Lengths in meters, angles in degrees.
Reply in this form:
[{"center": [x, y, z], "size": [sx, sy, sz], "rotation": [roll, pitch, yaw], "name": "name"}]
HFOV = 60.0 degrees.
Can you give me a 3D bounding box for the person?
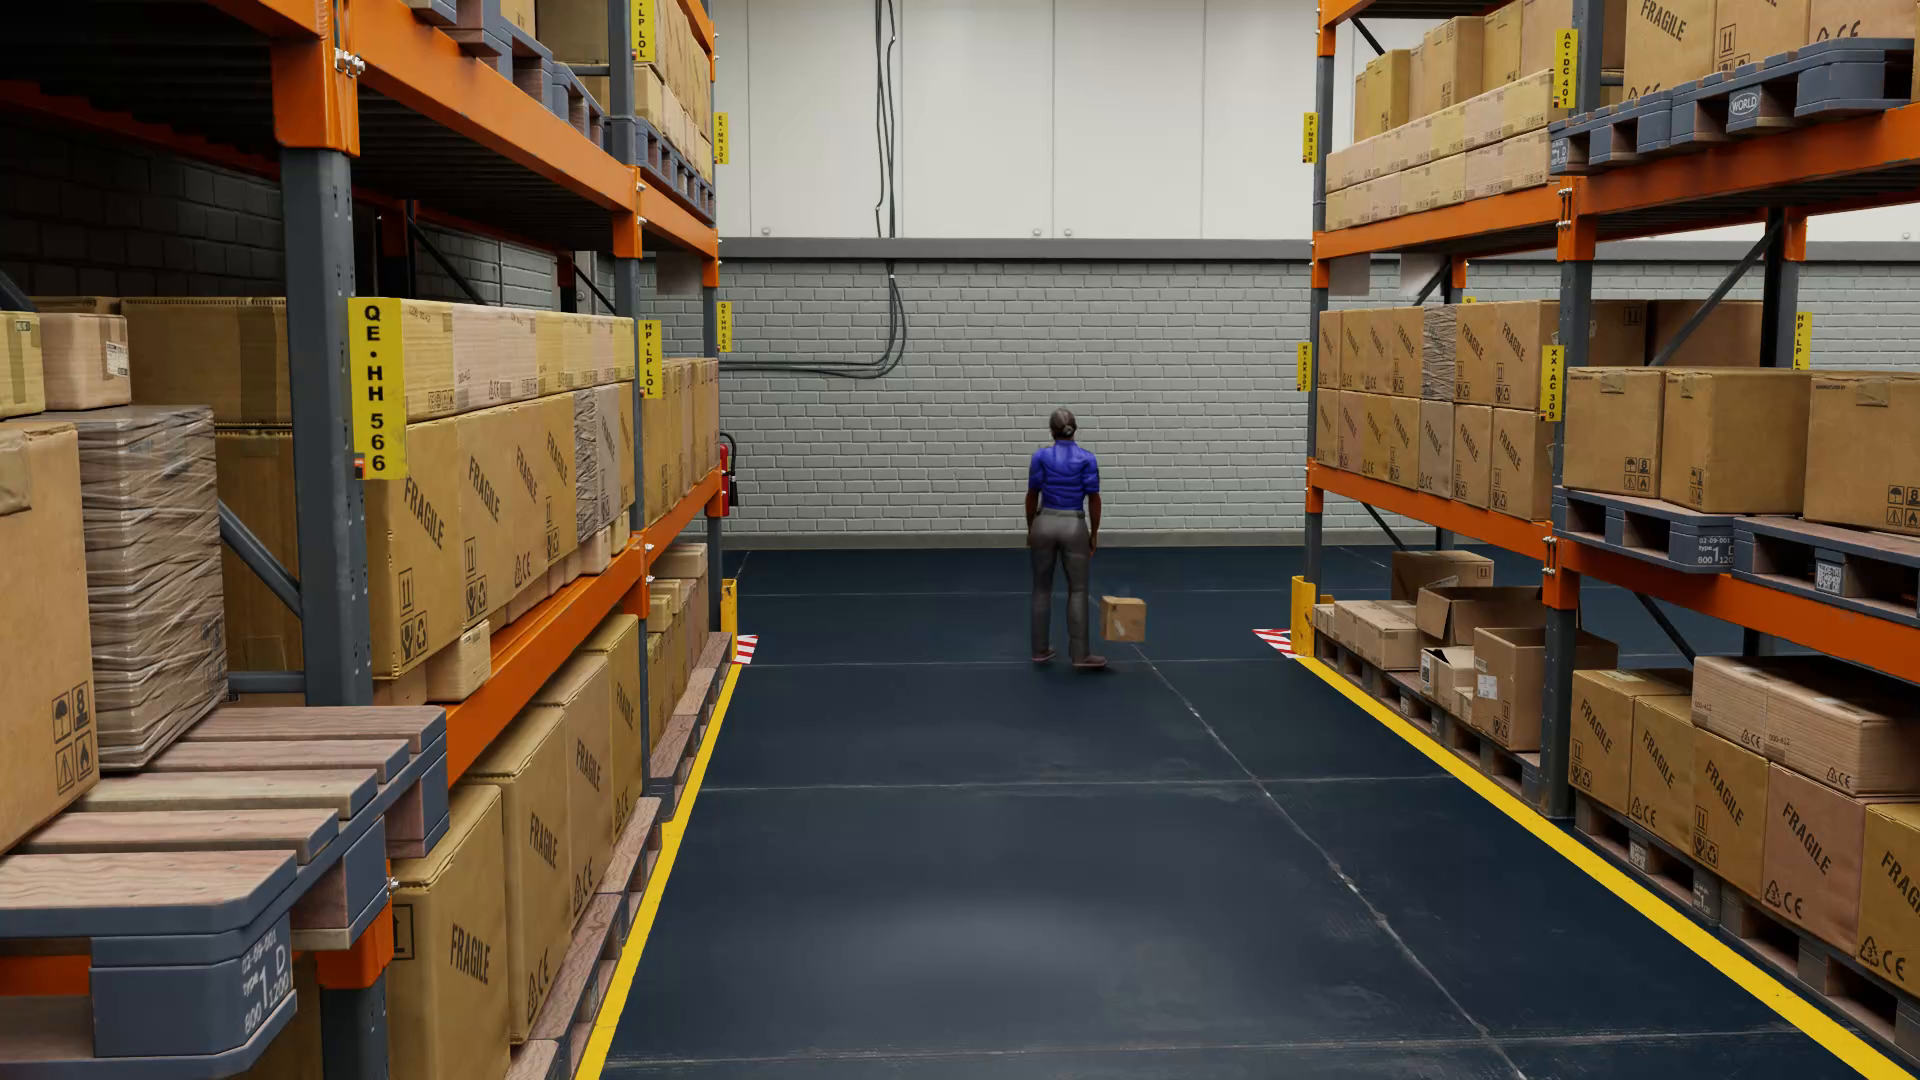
[{"center": [0.683, -0.016, 10.703], "size": [0.531, 1.667, 0.402], "rotation": [1, 7, 12], "name": "person"}]
